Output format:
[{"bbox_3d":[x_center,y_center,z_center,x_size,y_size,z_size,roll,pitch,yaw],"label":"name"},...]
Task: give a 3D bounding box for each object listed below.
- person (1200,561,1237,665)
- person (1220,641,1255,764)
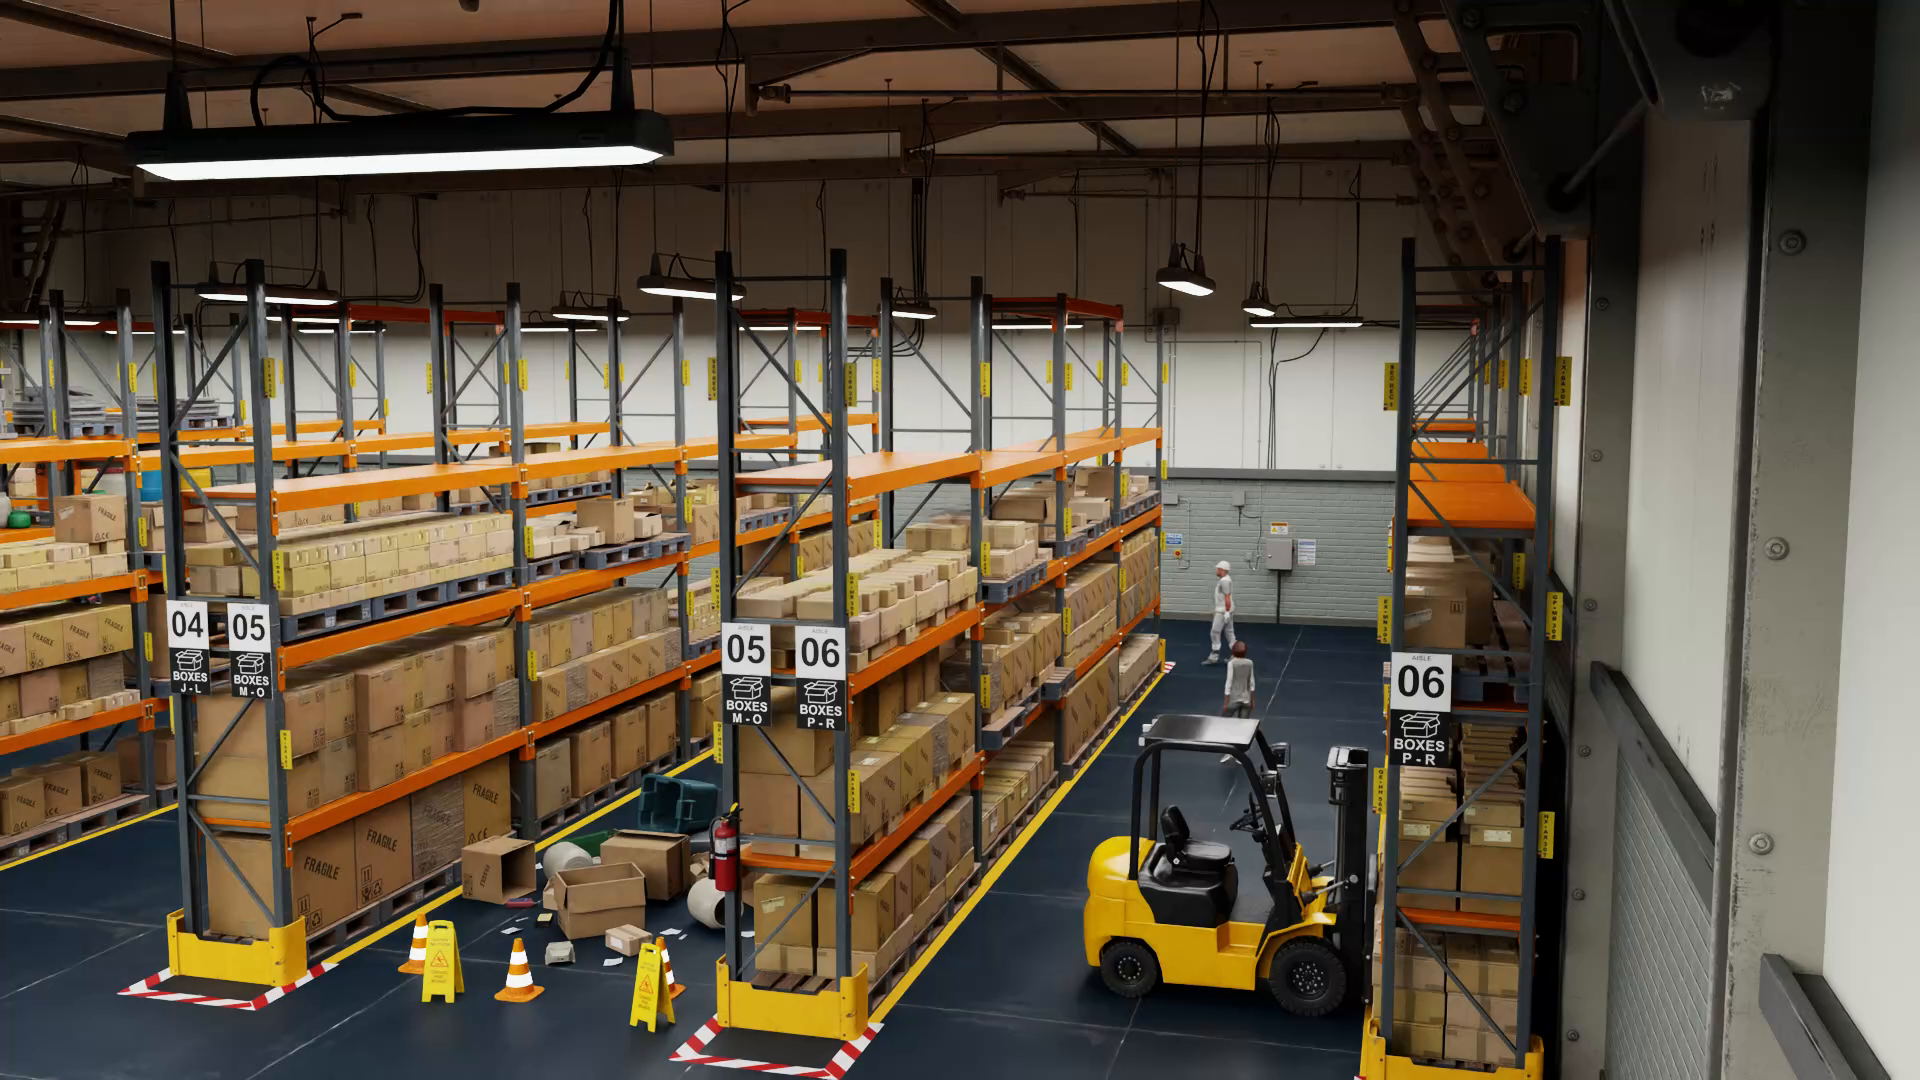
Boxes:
[{"bbox_3d":[4.500,1.254,28.614,0.664,1.798,0.603,2,6,19],"label":"person"},{"bbox_3d":[3.606,2.107,21.510,0.446,1.612,0.372,-2,6,-15],"label":"person"}]
